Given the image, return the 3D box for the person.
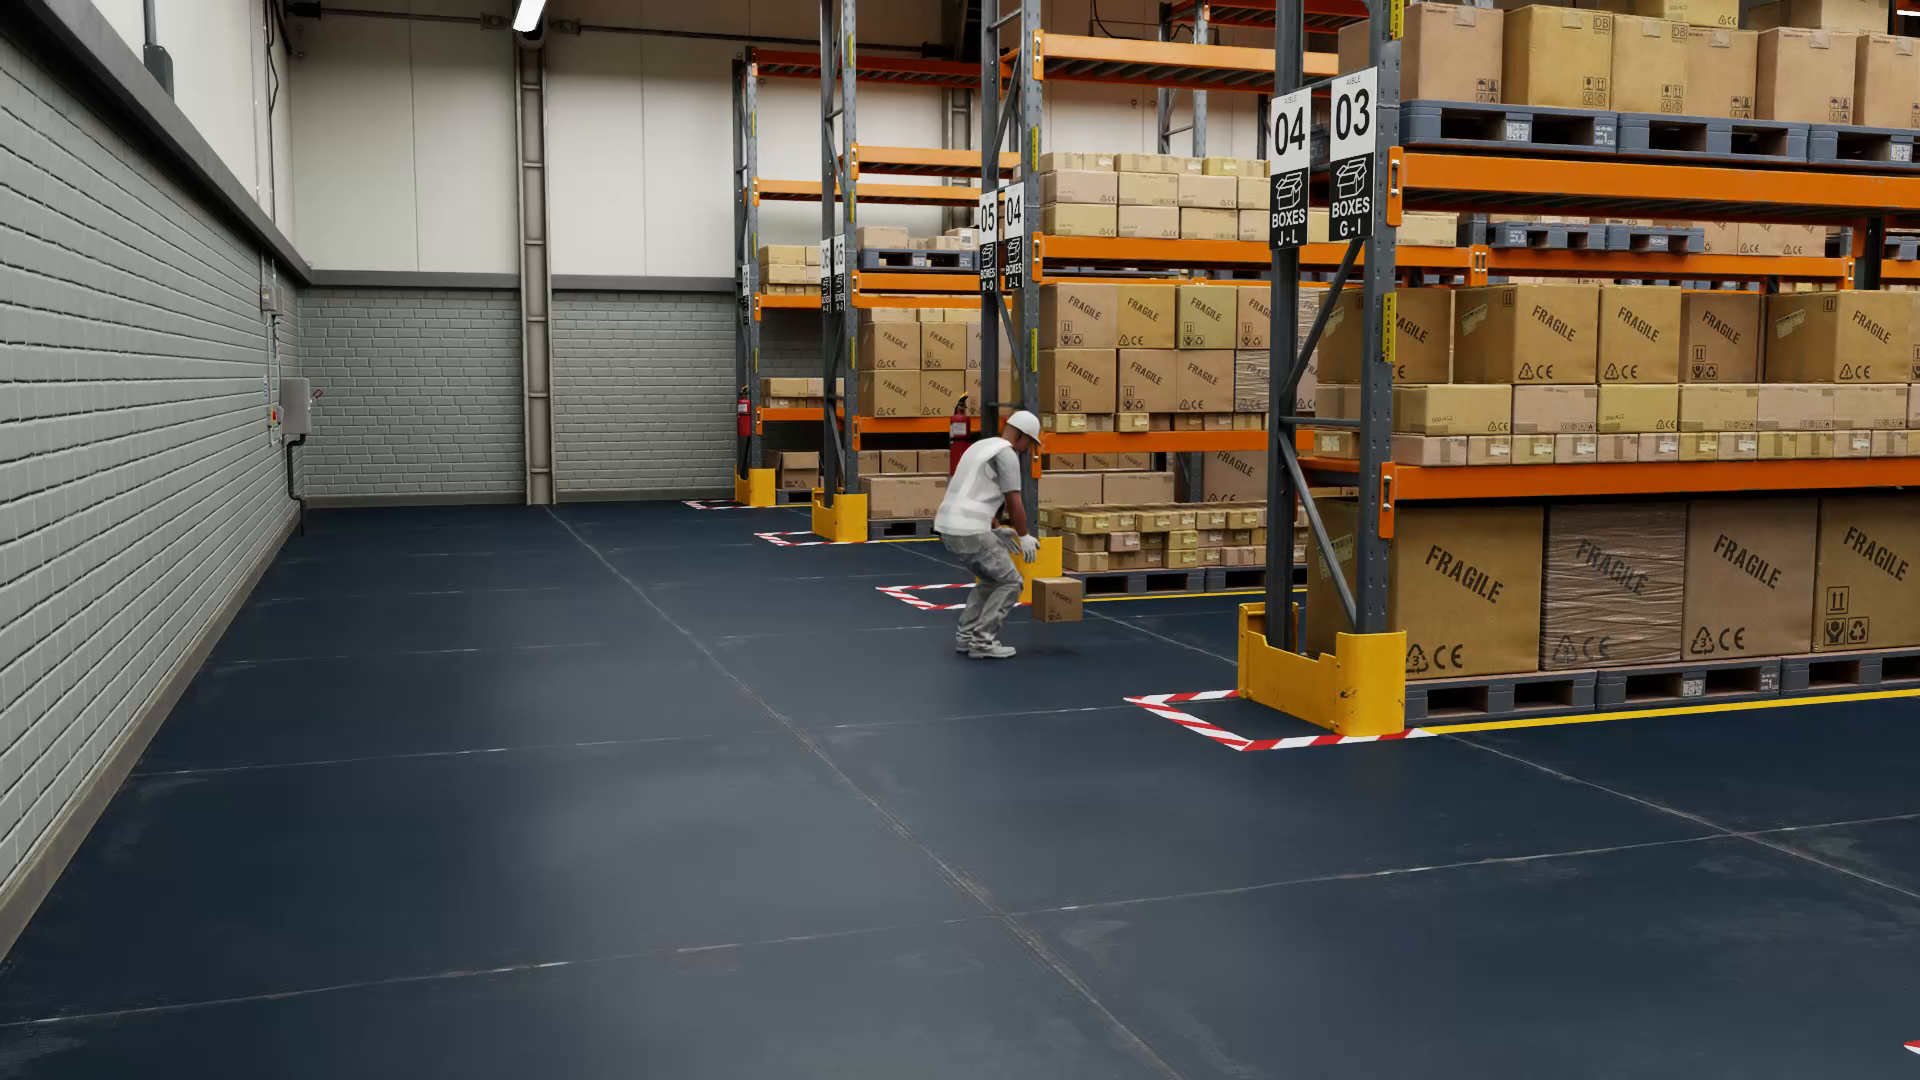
[{"bbox_3d":[0.182,-0.045,10.431,0.696,1.526,0.608,-2,6,-18],"label":"person"}]
